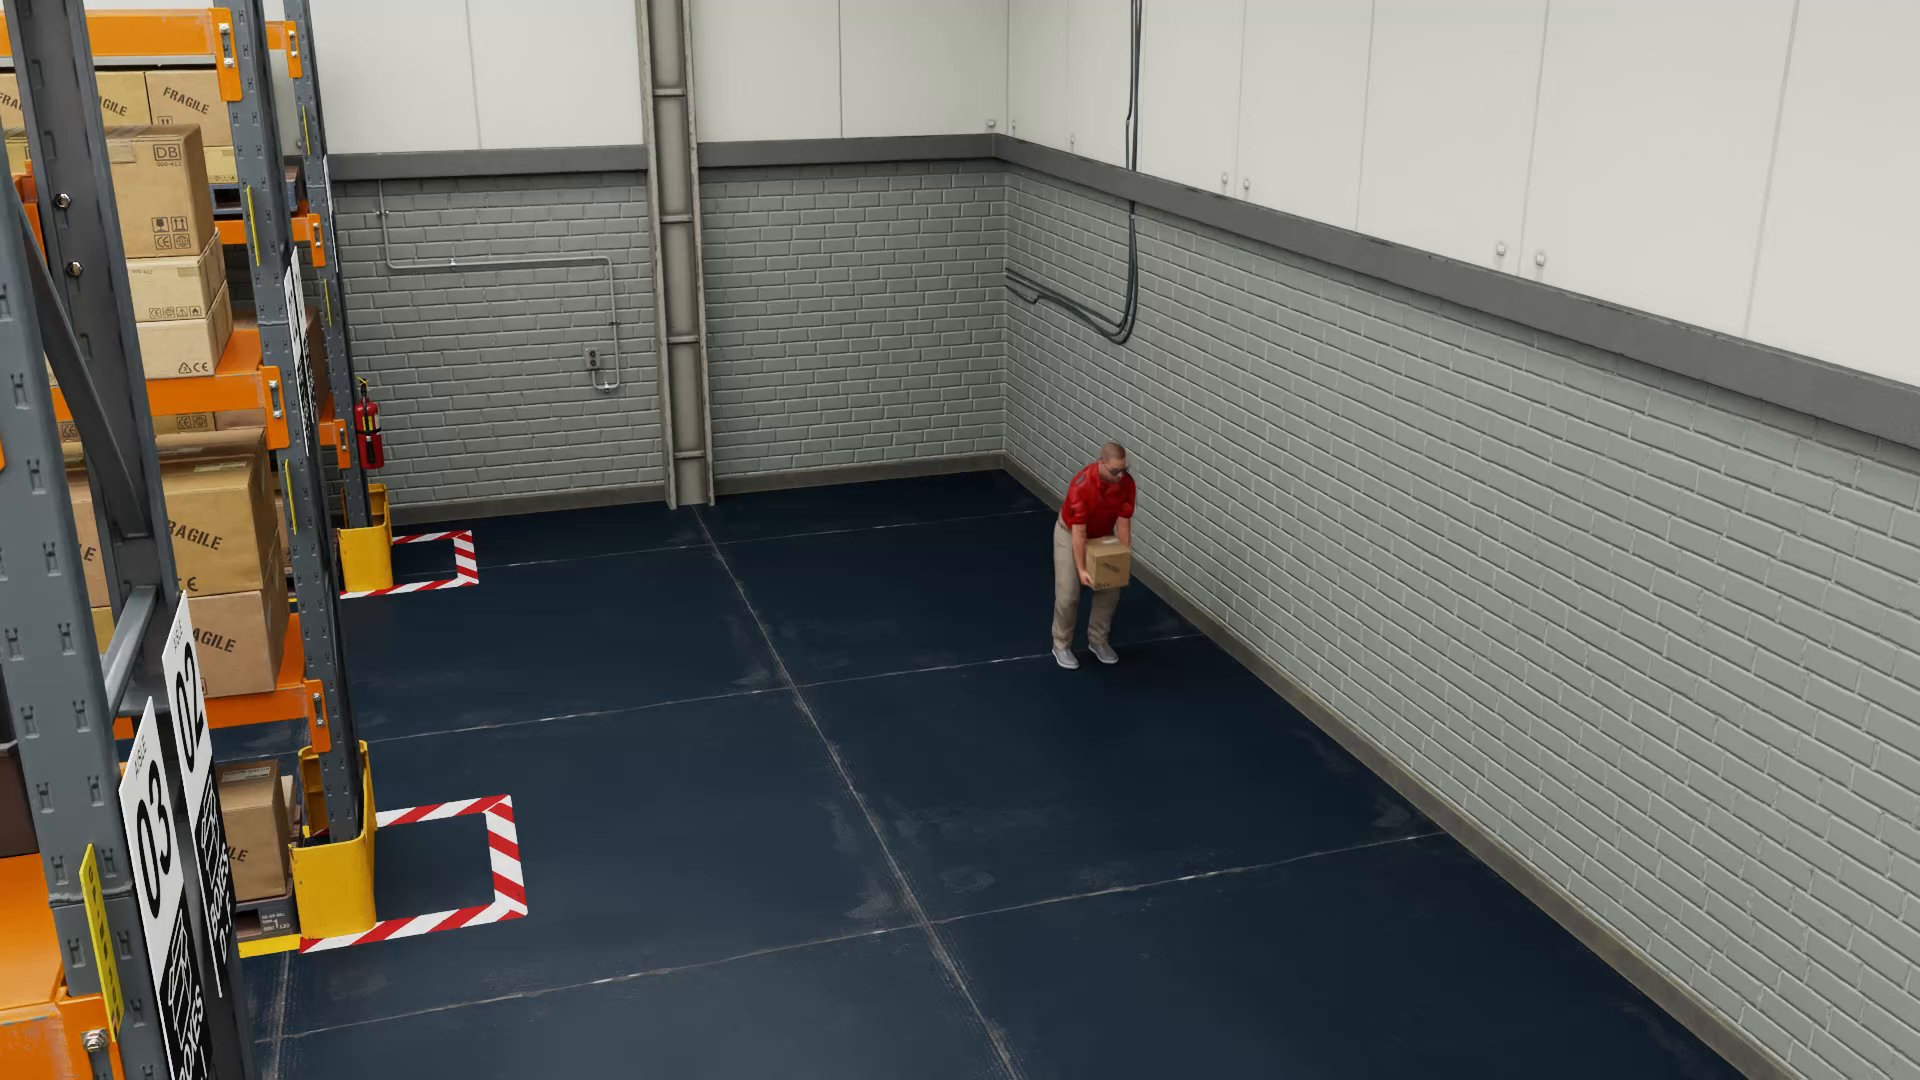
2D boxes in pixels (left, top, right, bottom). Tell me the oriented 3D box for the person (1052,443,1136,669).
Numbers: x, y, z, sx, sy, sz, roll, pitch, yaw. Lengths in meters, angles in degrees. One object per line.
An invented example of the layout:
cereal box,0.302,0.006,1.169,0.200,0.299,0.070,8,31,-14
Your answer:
person,0.894,0.084,11.033,0.477,1.617,0.653,-7,20,-18
